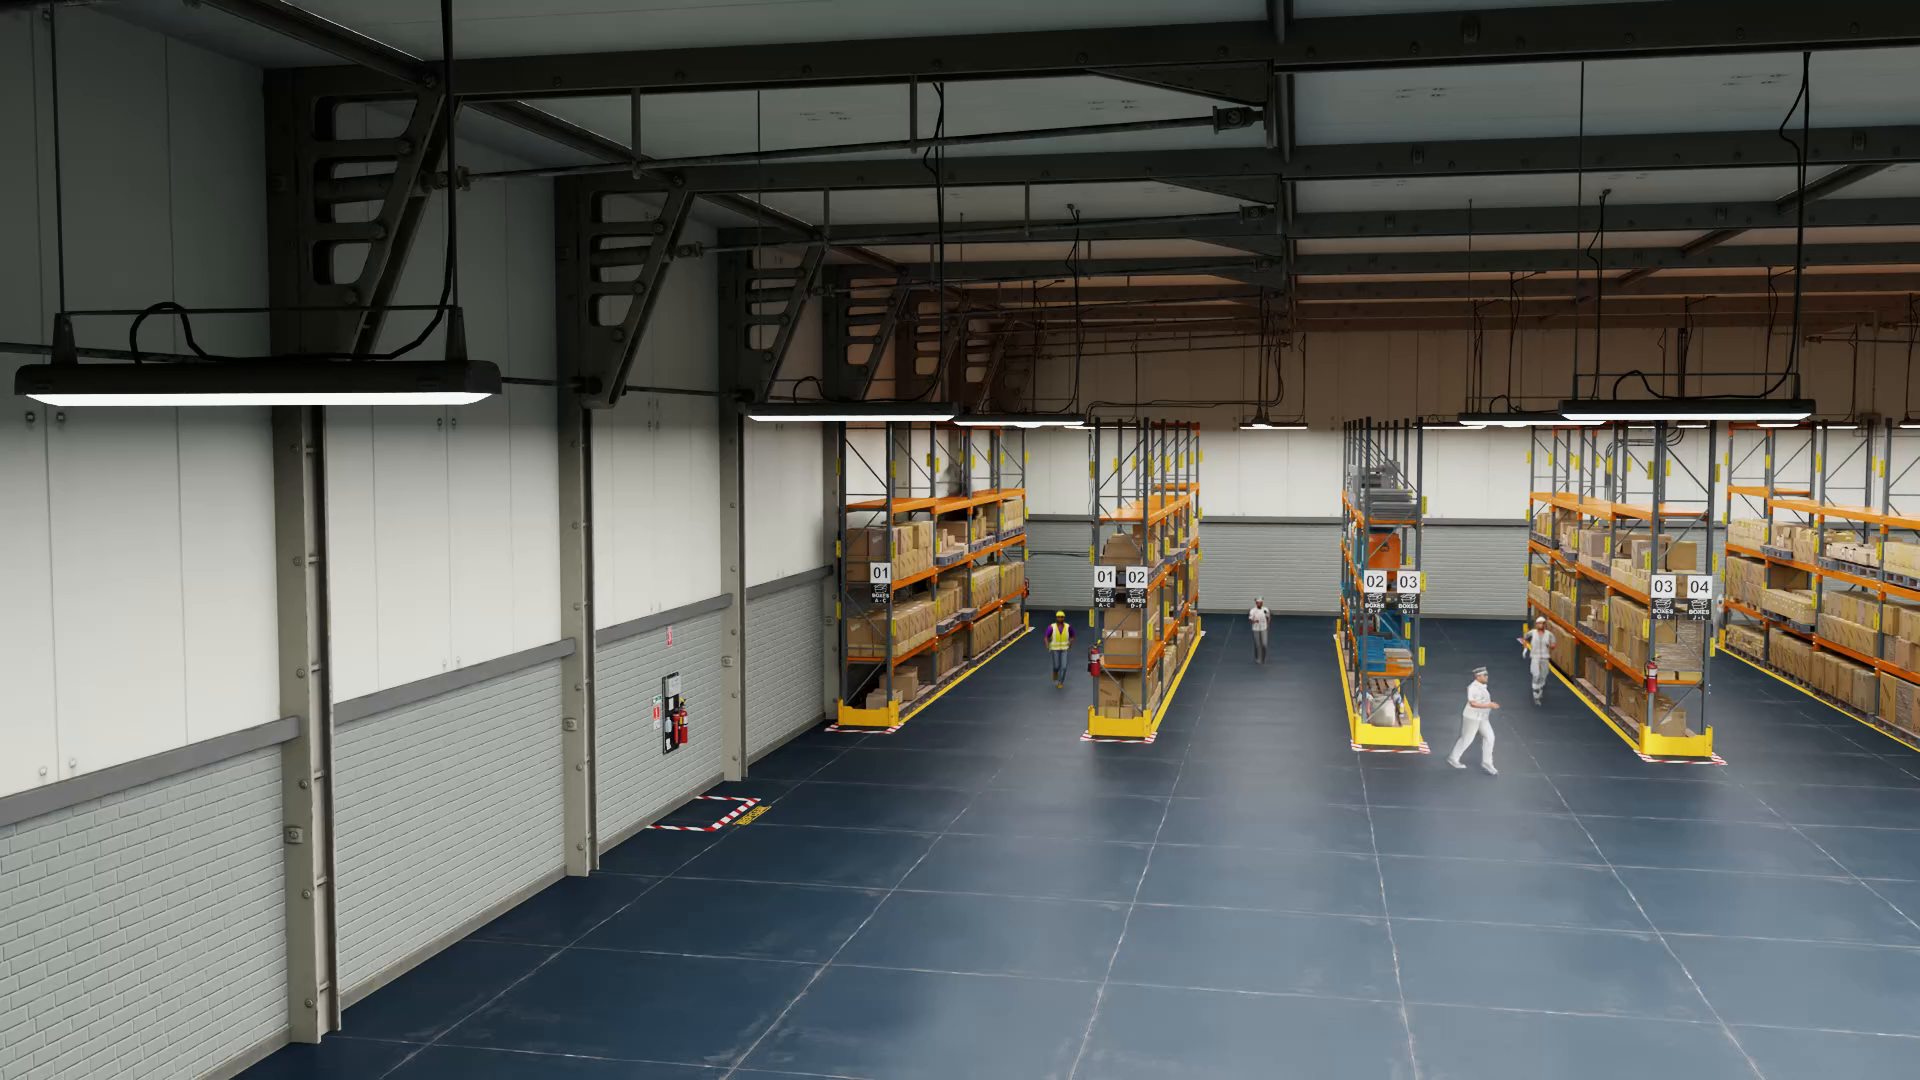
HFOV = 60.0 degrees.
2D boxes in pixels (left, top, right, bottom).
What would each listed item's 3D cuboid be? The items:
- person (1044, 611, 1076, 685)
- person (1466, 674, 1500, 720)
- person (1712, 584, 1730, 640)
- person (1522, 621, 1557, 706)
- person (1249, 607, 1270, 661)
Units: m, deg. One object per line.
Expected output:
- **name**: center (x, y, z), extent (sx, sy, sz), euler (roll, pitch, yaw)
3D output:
- **person**: center (2.246, 2.419, 37.191), extent (0.702, 1.656, 0.537), euler (0, 4, -2)
- **person**: center (8.734, 2.592, 27.900), extent (0.708, 0.858, 0.602), euler (3, 5, 41)
- **person**: center (20.824, 1.978, 45.210), extent (0.779, 1.682, 0.607), euler (0, 4, -3)
- **person**: center (12.248, 2.561, 35.122), extent (0.635, 1.789, 0.836), euler (0, 4, 7)
- **person**: center (7.338, 2.279, 40.762), extent (0.521, 1.330, 0.642), euler (0, 4, 6)
